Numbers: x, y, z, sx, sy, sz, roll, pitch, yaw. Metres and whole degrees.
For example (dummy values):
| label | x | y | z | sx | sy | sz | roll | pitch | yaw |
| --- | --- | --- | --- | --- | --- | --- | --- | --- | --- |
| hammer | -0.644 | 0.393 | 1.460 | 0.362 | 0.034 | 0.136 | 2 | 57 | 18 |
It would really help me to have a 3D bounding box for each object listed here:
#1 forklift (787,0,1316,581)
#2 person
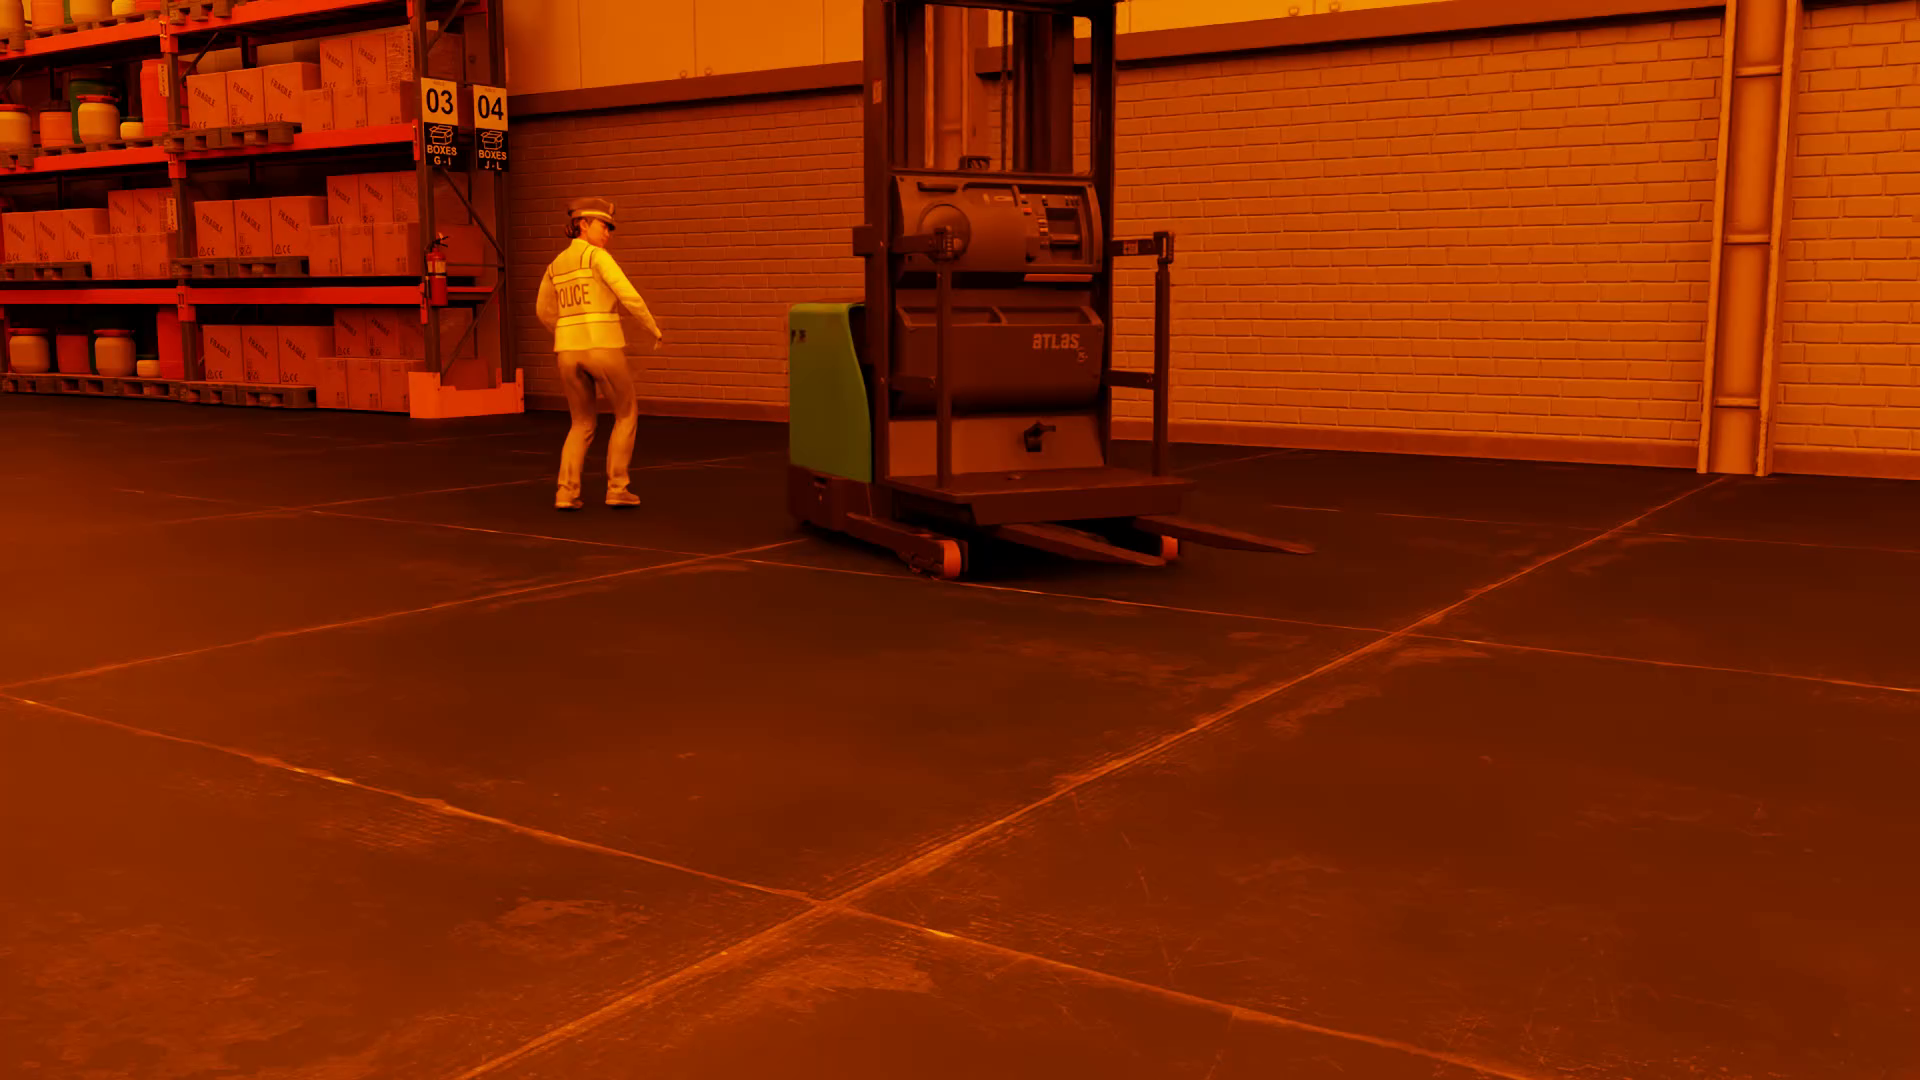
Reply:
| label | x | y | z | sx | sy | sz | roll | pitch | yaw |
| --- | --- | --- | --- | --- | --- | --- | --- | --- | --- |
| forklift | 0.267 | -1.360 | 6.757 | 1.130 | 2.935 | 3.031 | -4 | 9 | -26 |
| person | -1.906 | -0.955 | 8.718 | 0.732 | 1.630 | 0.561 | 4 | 9 | 23 |
